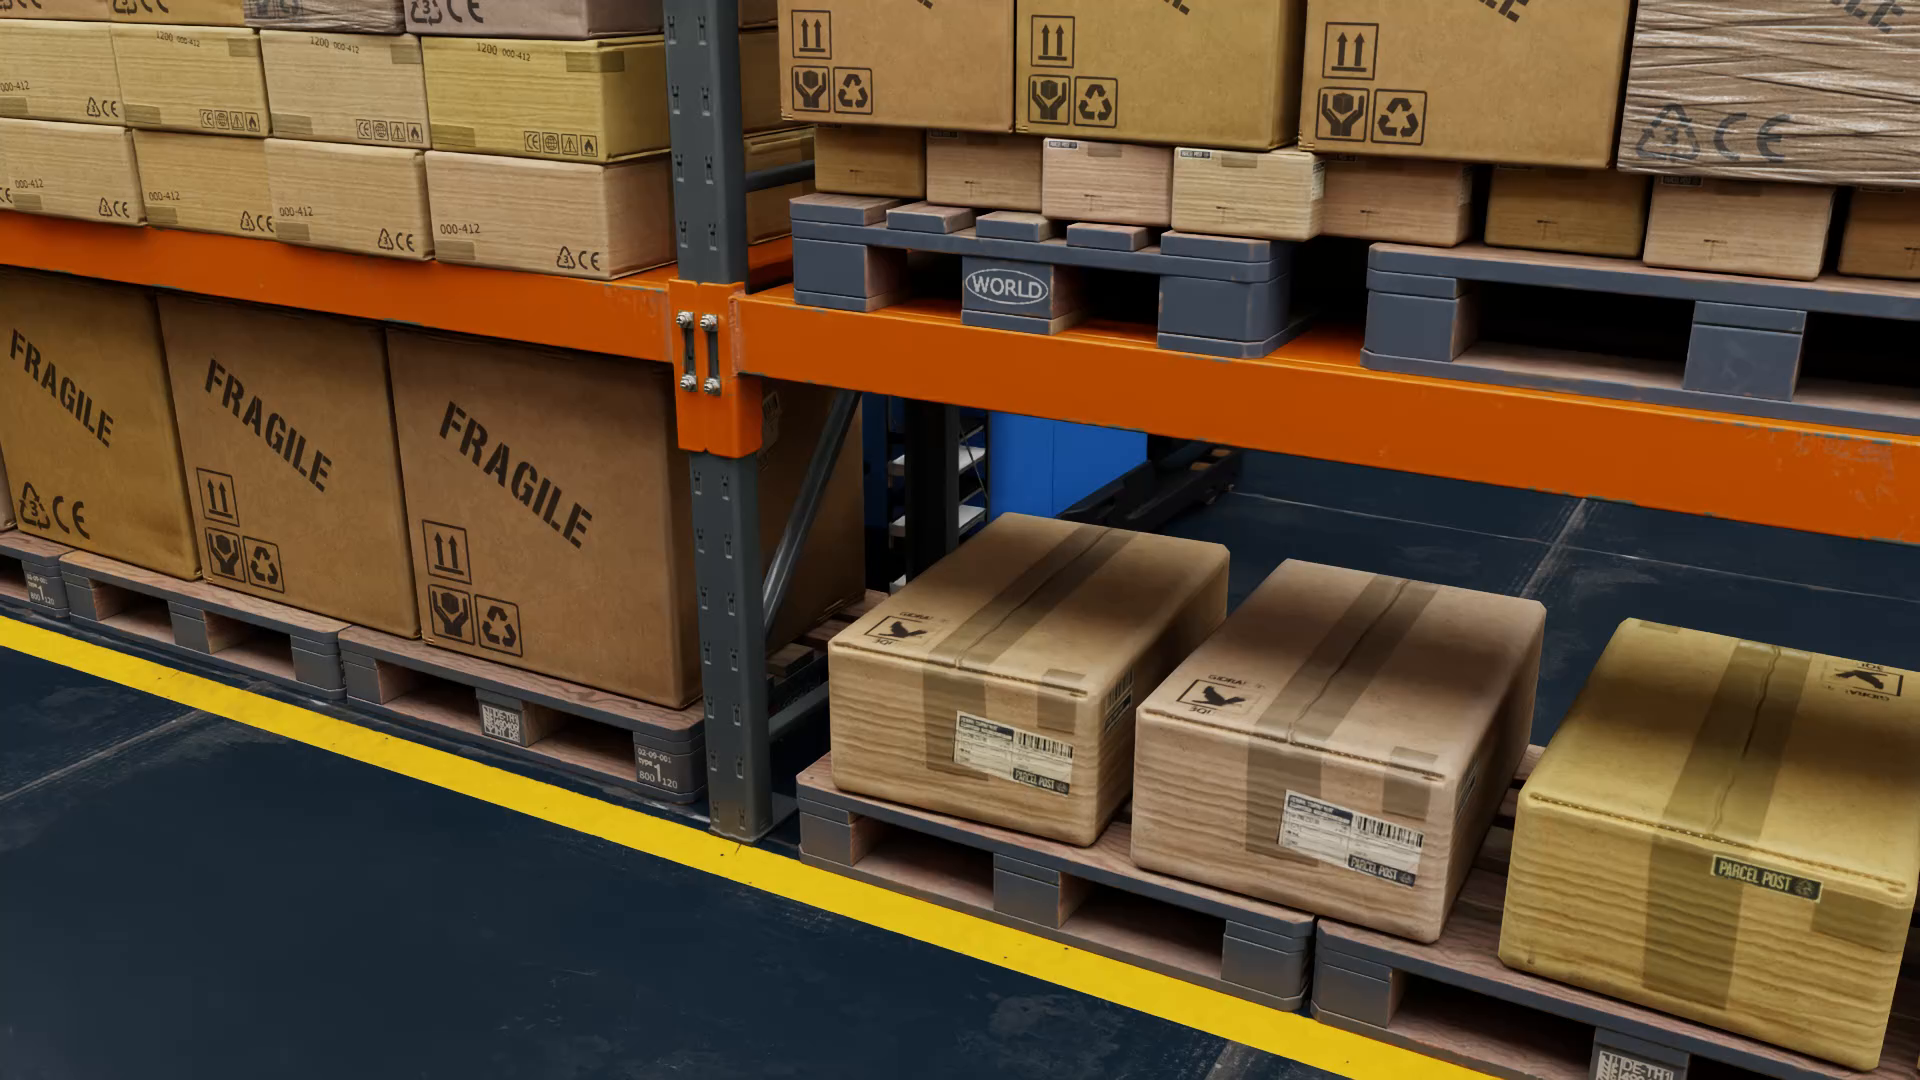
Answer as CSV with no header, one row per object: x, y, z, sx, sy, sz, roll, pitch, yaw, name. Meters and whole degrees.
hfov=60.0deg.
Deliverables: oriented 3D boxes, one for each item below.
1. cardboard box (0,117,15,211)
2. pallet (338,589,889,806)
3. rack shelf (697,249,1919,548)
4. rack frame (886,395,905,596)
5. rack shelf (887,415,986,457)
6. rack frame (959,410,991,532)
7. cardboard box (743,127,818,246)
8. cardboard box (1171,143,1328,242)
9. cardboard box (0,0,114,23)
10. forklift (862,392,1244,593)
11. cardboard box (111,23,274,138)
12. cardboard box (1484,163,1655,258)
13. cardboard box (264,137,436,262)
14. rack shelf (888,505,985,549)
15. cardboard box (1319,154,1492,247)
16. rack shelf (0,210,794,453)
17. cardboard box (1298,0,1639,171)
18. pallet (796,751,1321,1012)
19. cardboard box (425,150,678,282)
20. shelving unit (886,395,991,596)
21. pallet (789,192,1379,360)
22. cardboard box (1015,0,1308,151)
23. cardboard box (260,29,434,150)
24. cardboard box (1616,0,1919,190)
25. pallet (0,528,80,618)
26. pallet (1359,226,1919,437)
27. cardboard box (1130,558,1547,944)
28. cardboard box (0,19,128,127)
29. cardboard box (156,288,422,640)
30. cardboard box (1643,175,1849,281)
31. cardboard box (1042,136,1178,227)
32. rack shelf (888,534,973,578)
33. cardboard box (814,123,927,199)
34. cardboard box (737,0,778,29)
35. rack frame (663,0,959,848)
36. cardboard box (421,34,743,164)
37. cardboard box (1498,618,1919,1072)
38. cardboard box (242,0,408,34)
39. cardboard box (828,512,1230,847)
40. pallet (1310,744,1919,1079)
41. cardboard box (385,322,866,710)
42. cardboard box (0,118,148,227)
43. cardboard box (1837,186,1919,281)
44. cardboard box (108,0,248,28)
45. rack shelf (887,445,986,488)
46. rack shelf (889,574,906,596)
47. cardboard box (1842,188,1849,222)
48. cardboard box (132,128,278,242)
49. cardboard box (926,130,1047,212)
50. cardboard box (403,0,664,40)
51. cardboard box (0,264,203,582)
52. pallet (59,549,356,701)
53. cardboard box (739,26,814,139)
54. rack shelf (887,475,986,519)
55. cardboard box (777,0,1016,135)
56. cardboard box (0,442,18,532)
-2.641,-1.118,4.768,0.500,0.250,0.500,11,22,27,cardboard box
-0.948,0.307,4.710,1.213,0.211,1.003,11,23,27,pallet
1.450,-0.180,3.017,4.000,0.370,1.077,11,23,27,rack shelf
-0.151,-0.082,4.771,0.006,0.900,0.240,9,22,23,rack frame
-0.058,-0.290,4.650,0.200,0.077,0.258,9,22,23,rack shelf
0.034,-0.053,4.691,0.006,0.900,0.240,9,22,23,rack frame
-0.601,-0.936,4.268,0.500,0.250,0.500,10,22,26,cardboard box
0.574,-0.652,3.017,0.250,0.149,0.380,11,23,28,cardboard box
-2.196,-1.630,4.346,0.500,0.500,0.500,10,22,26,cardboard box
0.433,-1.578,5.918,1.130,2.935,3.031,11,23,29,forklift
-1.750,-1.183,4.215,0.500,0.250,0.500,10,22,26,cardboard box
1.088,-0.600,2.874,0.250,0.149,0.380,12,23,29,cardboard box
-1.318,-0.867,4.077,0.500,0.250,0.500,11,23,28,cardboard box
-0.058,-0.036,4.742,0.200,0.077,0.258,9,22,23,rack shelf
0.822,-0.636,2.971,0.250,0.149,0.380,12,23,30,cardboard box
-2.042,-0.845,4.851,4.000,0.370,1.077,11,23,27,rack shelf
0.909,-0.920,2.805,0.500,0.500,0.500,11,23,28,cardboard box
0.385,0.591,3.927,1.213,0.211,1.003,11,23,27,pallet
-0.865,-0.787,3.856,0.500,0.250,0.500,10,22,25,cardboard box
-0.058,-0.068,4.731,0.210,0.900,0.258,9,22,23,shelving unit
0.378,-0.674,3.605,1.003,0.211,1.213,11,23,27,pallet
0.442,-1.007,3.043,0.500,0.500,0.500,12,23,30,cardboard box
-1.293,-1.104,3.997,0.500,0.250,0.500,10,22,26,cardboard box
1.342,-0.835,2.569,0.500,0.500,0.500,10,22,25,cardboard box
-3.078,-0.099,5.829,1.213,0.211,1.003,11,23,27,pallet
1.452,-0.443,2.970,1.213,0.211,1.003,11,23,27,pallet
0.840,0.404,3.589,0.625,0.372,0.950,10,22,26,cardboard box
-2.203,-1.270,4.453,0.500,0.250,0.500,10,22,26,cardboard box
-1.636,-0.338,4.899,0.875,0.875,0.875,11,23,28,cardboard box
1.284,-0.537,2.700,0.250,0.149,0.380,12,23,29,cardboard box
0.343,-0.704,3.161,0.250,0.149,0.380,9,22,24,cardboard box
-0.058,0.048,4.773,0.200,0.077,0.258,9,22,23,rack shelf
-0.103,-0.821,3.481,0.250,0.149,0.380,9,22,24,cardboard box
-0.608,-1.523,4.051,0.500,0.500,0.500,10,22,26,cardboard box
-0.296,-0.851,3.811,0.127,3.000,1.000,11,23,27,rack frame
-0.843,-1.020,3.765,0.500,0.250,0.500,11,23,27,cardboard box
1.499,0.532,3.237,0.625,0.372,0.950,12,23,29,cardboard box
-1.327,-1.459,3.875,0.500,0.500,0.500,11,23,28,cardboard box
0.192,0.284,3.921,0.625,0.372,0.950,9,22,24,cardboard box
1.446,0.794,3.367,1.213,0.211,1.003,11,23,27,pallet
-0.859,-0.189,4.487,0.875,0.875,0.875,11,22,27,cardboard box
-2.209,-1.032,4.532,0.500,0.250,0.500,10,22,26,cardboard box
1.548,-0.517,2.643,0.250,0.149,0.380,10,22,25,cardboard box
-1.758,-1.543,4.108,0.500,0.500,0.500,11,23,27,cardboard box
-0.058,-0.205,4.681,0.200,0.077,0.258,9,22,23,rack shelf
-0.058,0.133,4.804,0.200,0.077,0.258,9,22,23,rack shelf
1.743,-0.676,3.082,0.250,0.149,0.380,12,23,29,cardboard box
-1.750,-0.956,4.321,0.500,0.250,0.500,11,22,27,cardboard box
0.127,-0.764,3.324,0.250,0.149,0.380,9,22,24,cardboard box
-0.875,-1.376,3.646,0.500,0.500,0.500,10,22,26,cardboard box
-2.416,-0.487,5.310,0.875,0.875,0.875,12,23,29,cardboard box
-2.009,0.103,5.270,1.213,0.211,1.003,11,23,27,pallet
-0.618,-1.173,4.187,0.500,0.250,0.500,11,22,27,cardboard box
-0.058,-0.121,4.712,0.200,0.077,0.258,9,22,23,rack shelf
-0.016,-1.091,3.276,0.500,0.500,0.500,10,22,26,cardboard box
-3.208,-0.635,5.717,0.875,0.875,0.875,12,23,29,cardboard box
